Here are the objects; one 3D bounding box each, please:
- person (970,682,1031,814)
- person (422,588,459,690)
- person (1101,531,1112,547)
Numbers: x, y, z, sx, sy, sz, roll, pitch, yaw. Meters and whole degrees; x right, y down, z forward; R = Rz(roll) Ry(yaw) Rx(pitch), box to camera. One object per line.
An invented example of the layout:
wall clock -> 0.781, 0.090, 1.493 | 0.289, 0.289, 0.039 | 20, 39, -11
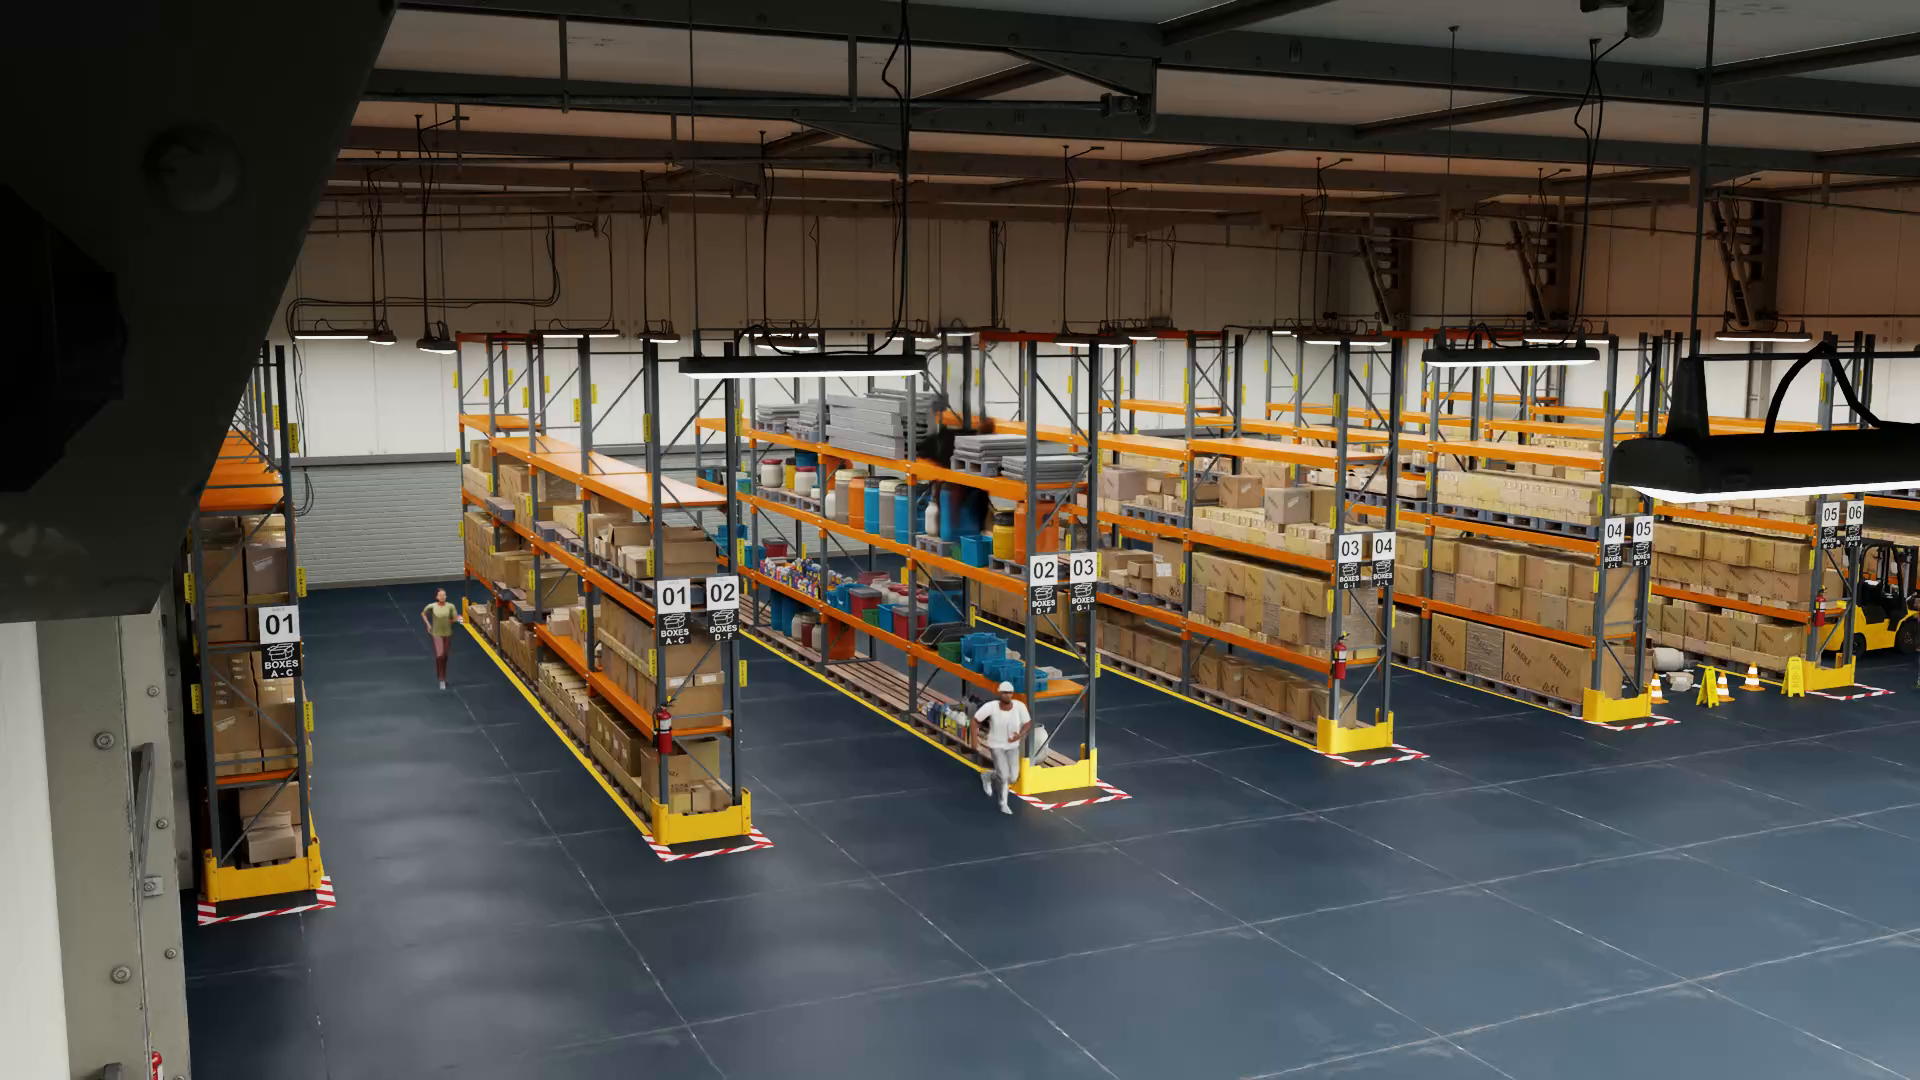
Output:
person -> 0.500, 2.648, 21.396 | 0.809, 1.721, 0.580 | -4, 9, -25
person -> -8.883, 1.670, 28.515 | 0.562, 1.729, 0.762 | -5, 9, -32
person -> 3.639, -0.199, 41.891 | 0.819, 1.772, 0.704 | 1, 8, 7
